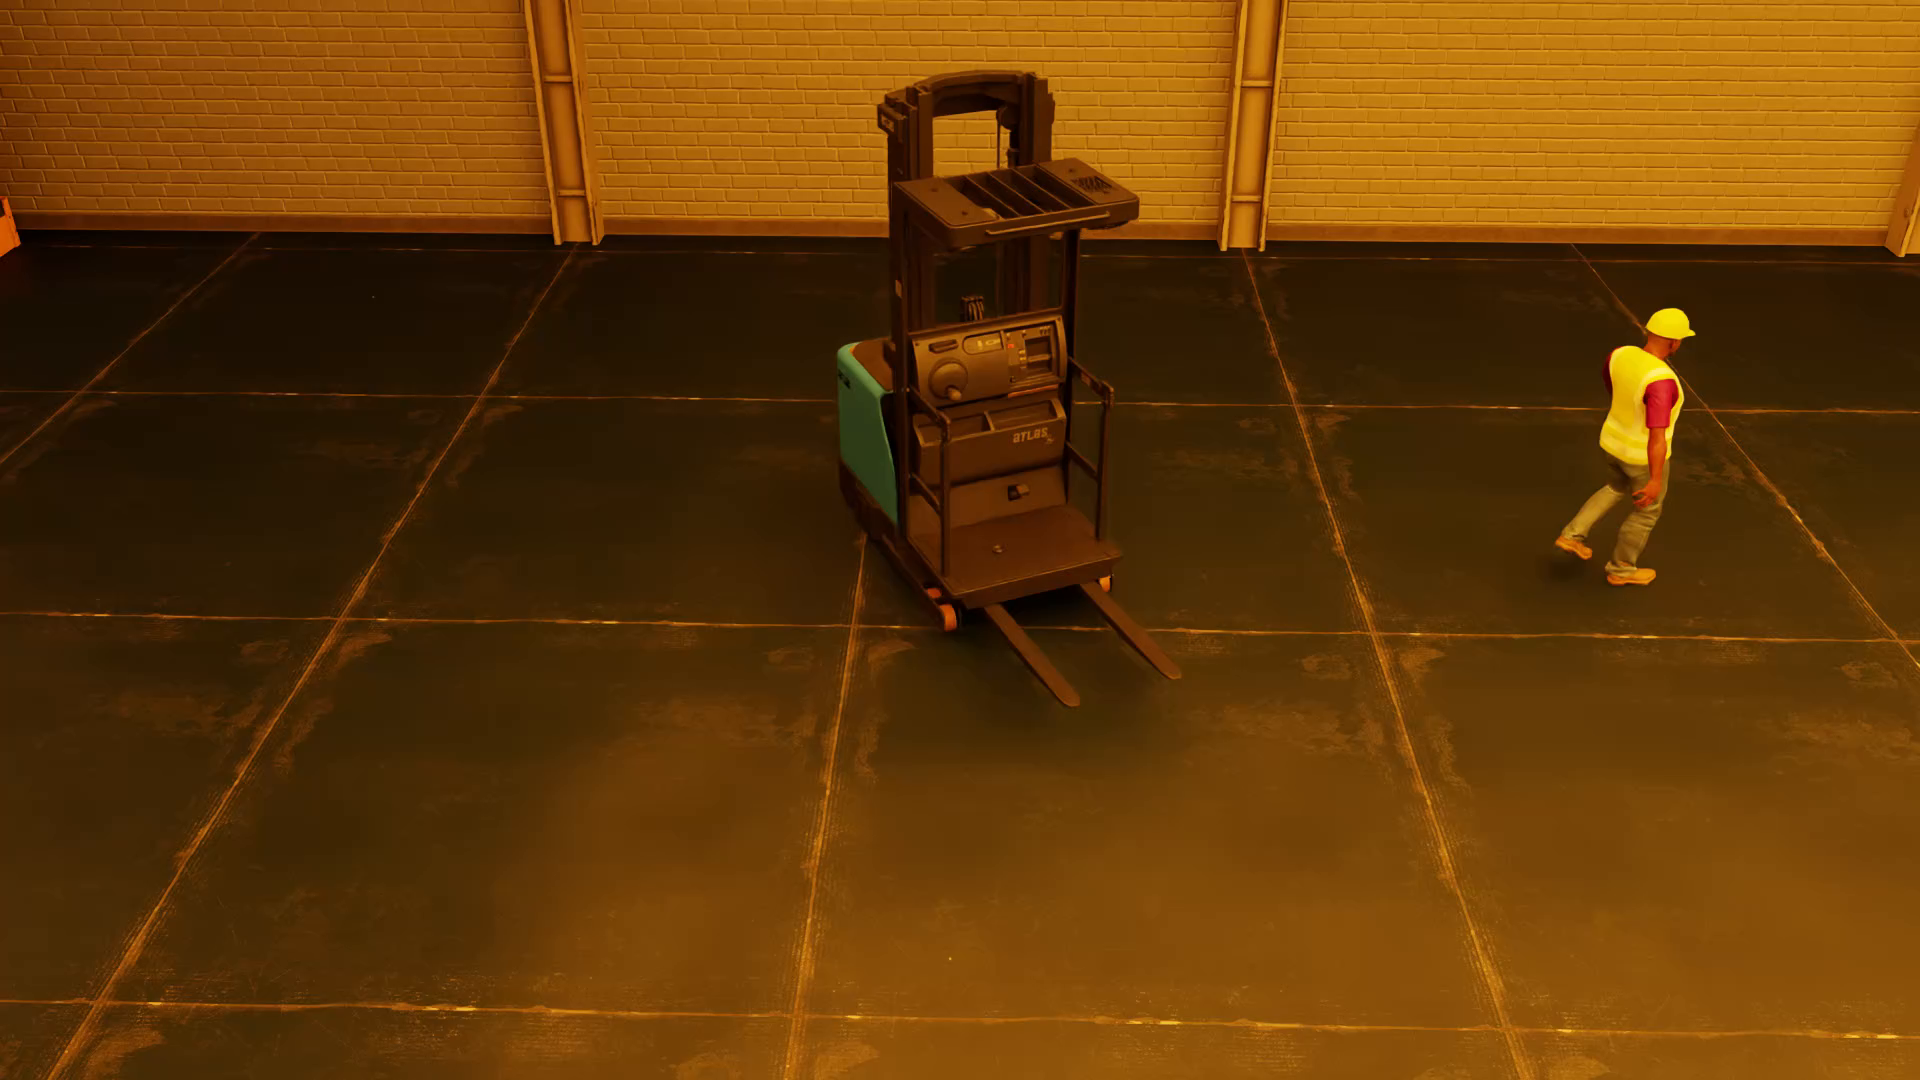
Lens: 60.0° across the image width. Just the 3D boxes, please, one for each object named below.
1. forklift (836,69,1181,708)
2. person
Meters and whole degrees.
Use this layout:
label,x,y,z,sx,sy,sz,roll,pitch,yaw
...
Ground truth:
label,x,y,z,sx,sy,sz,roll,pitch,yaw
forklift,0.262,-0.979,9.274,1.130,2.935,3.031,-13,33,-20
person,3.920,-0.532,9.682,0.583,1.747,0.829,-9,32,-14
